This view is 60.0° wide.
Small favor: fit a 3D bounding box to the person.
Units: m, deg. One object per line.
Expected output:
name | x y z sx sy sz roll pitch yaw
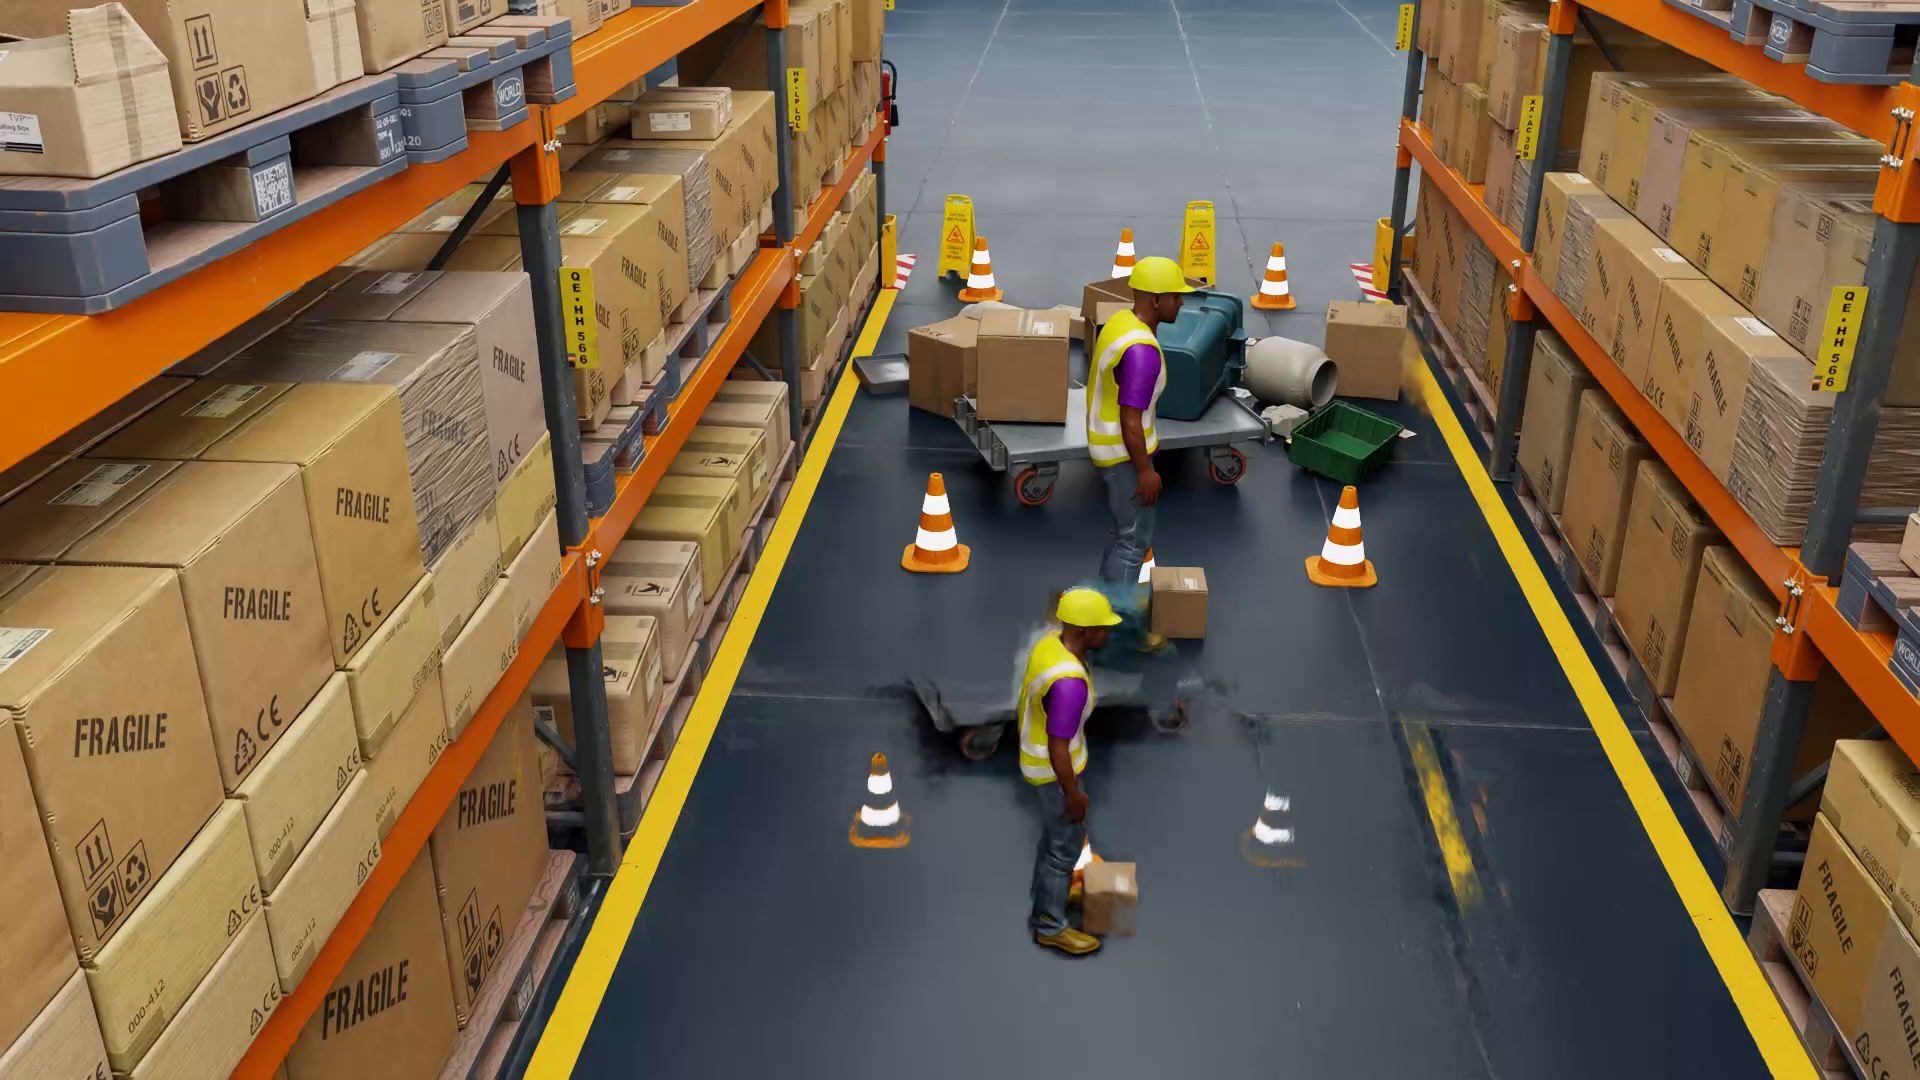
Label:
person | 0.789 -0.402 7.468 0.455 1.761 0.637 1 24 2
